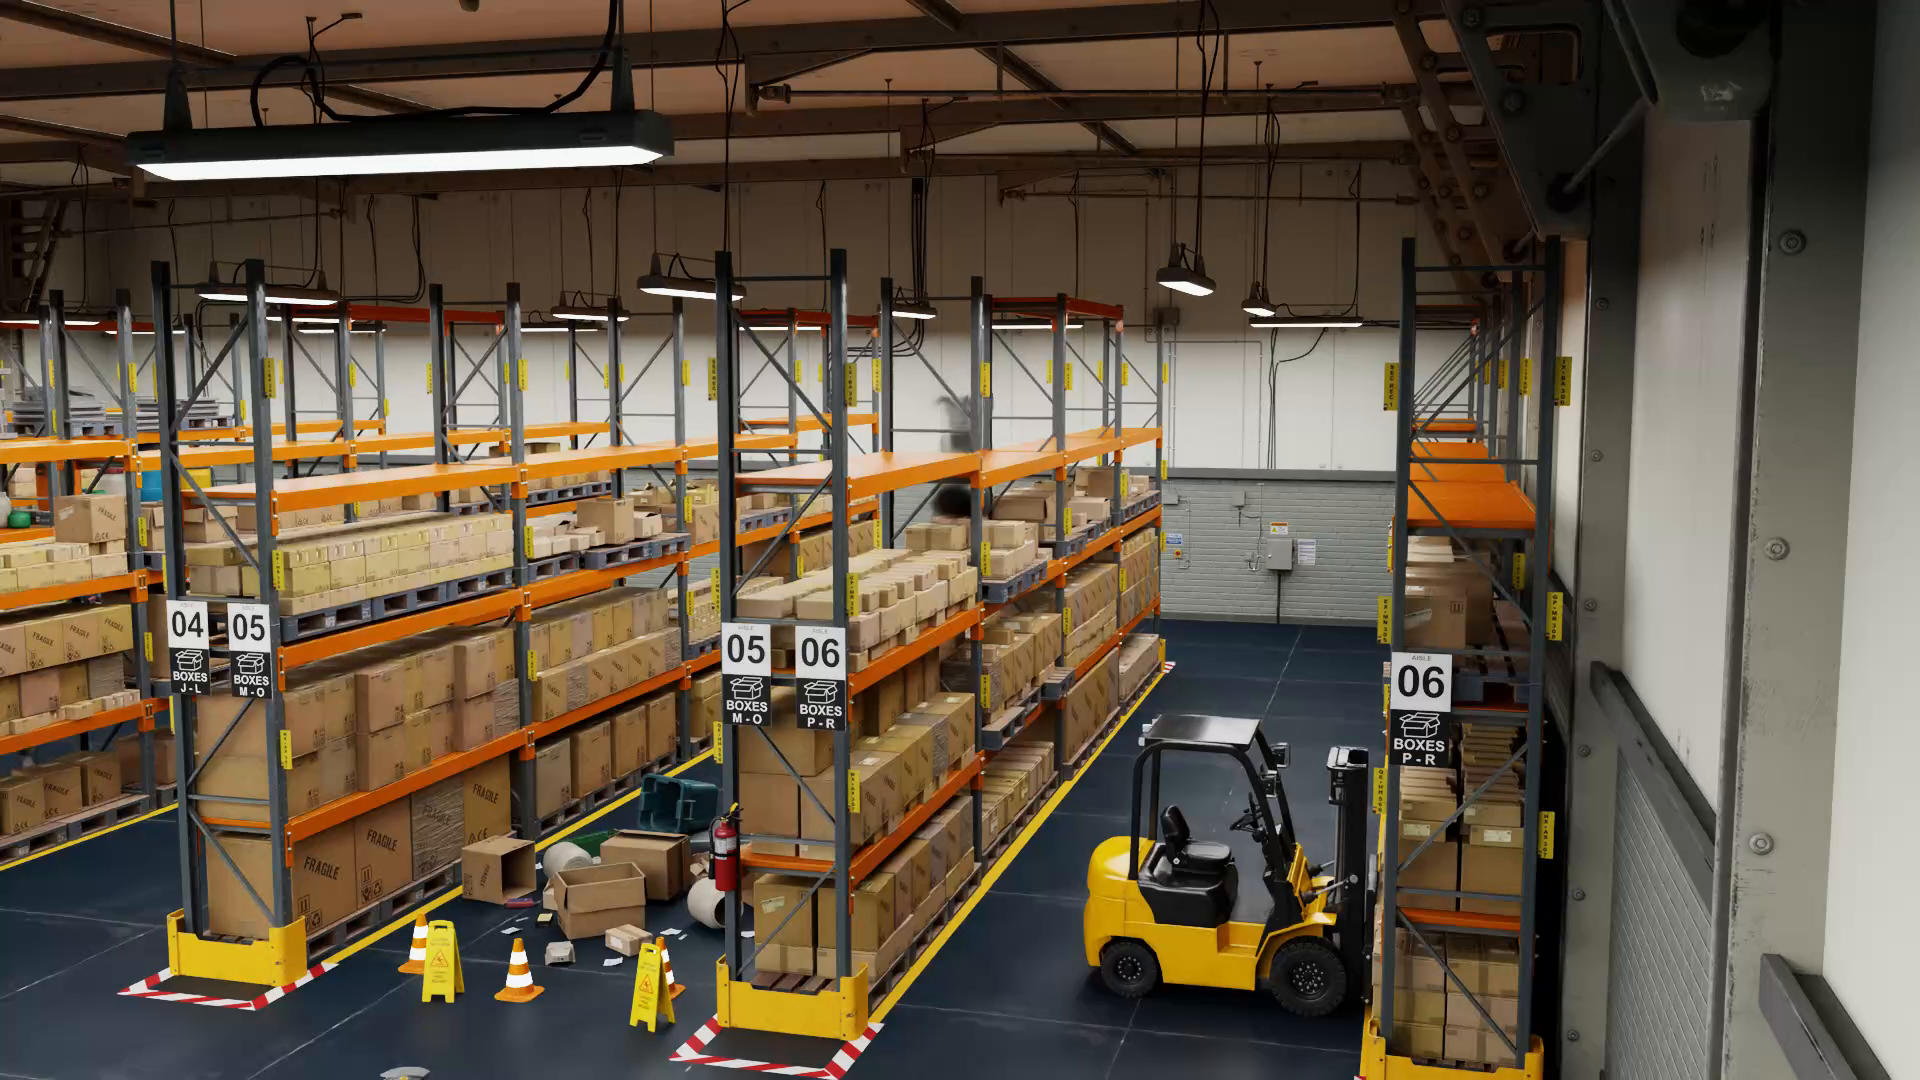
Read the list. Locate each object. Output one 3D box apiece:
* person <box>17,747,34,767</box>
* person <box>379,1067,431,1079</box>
[{"bbox_3d":[-11.859,2.174,20.560,0.697,1.732,1.050,1,6,5],"label":"person"},{"bbox_3d":[-2.892,3.462,8.850,0.623,1.632,0.875,-2,6,-16],"label":"person"}]
